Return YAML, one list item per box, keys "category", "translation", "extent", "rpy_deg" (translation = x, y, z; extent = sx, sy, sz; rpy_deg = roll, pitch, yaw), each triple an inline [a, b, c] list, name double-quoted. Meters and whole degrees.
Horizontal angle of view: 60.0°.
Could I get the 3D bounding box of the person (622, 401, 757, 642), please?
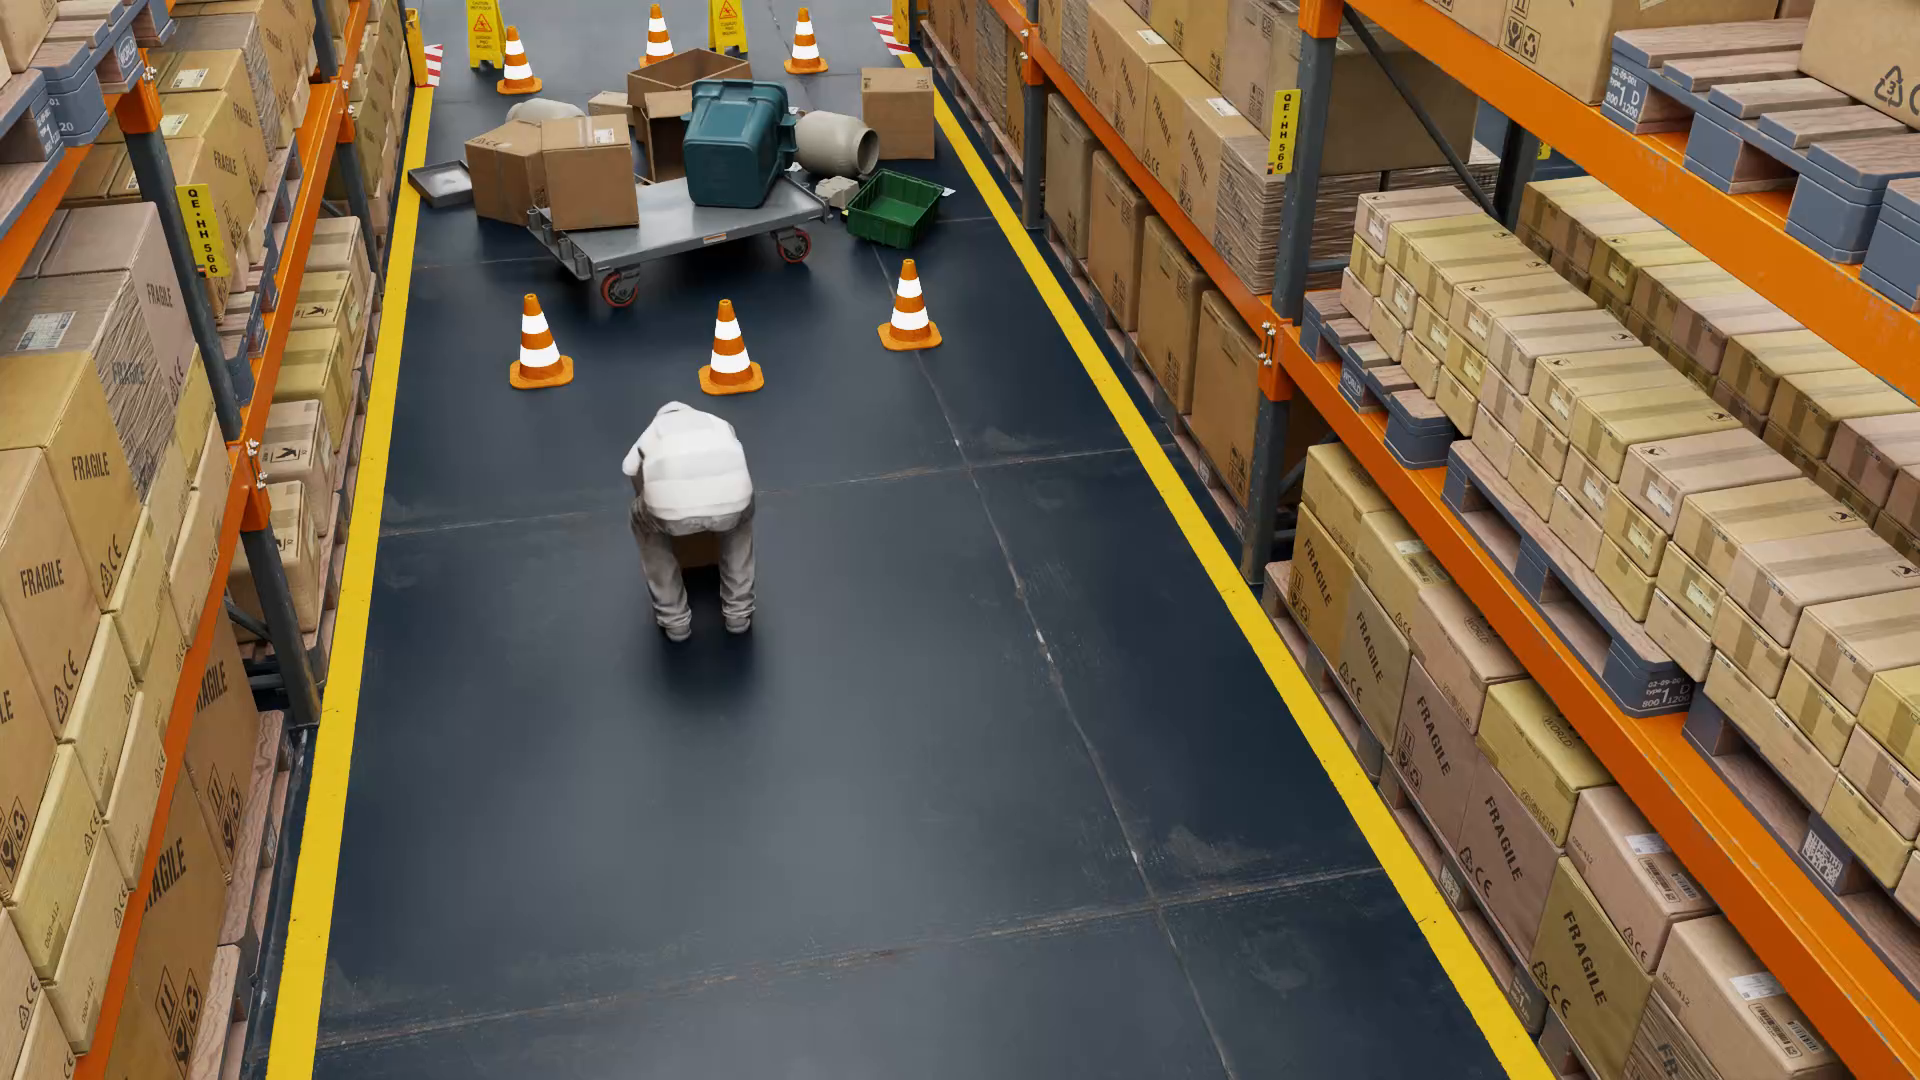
- category: "person"
  translation: [-1.144, -0.140, 7.077]
  extent: [0.525, 0.945, 0.982]
  rpy_deg: [-9, 35, -13]
